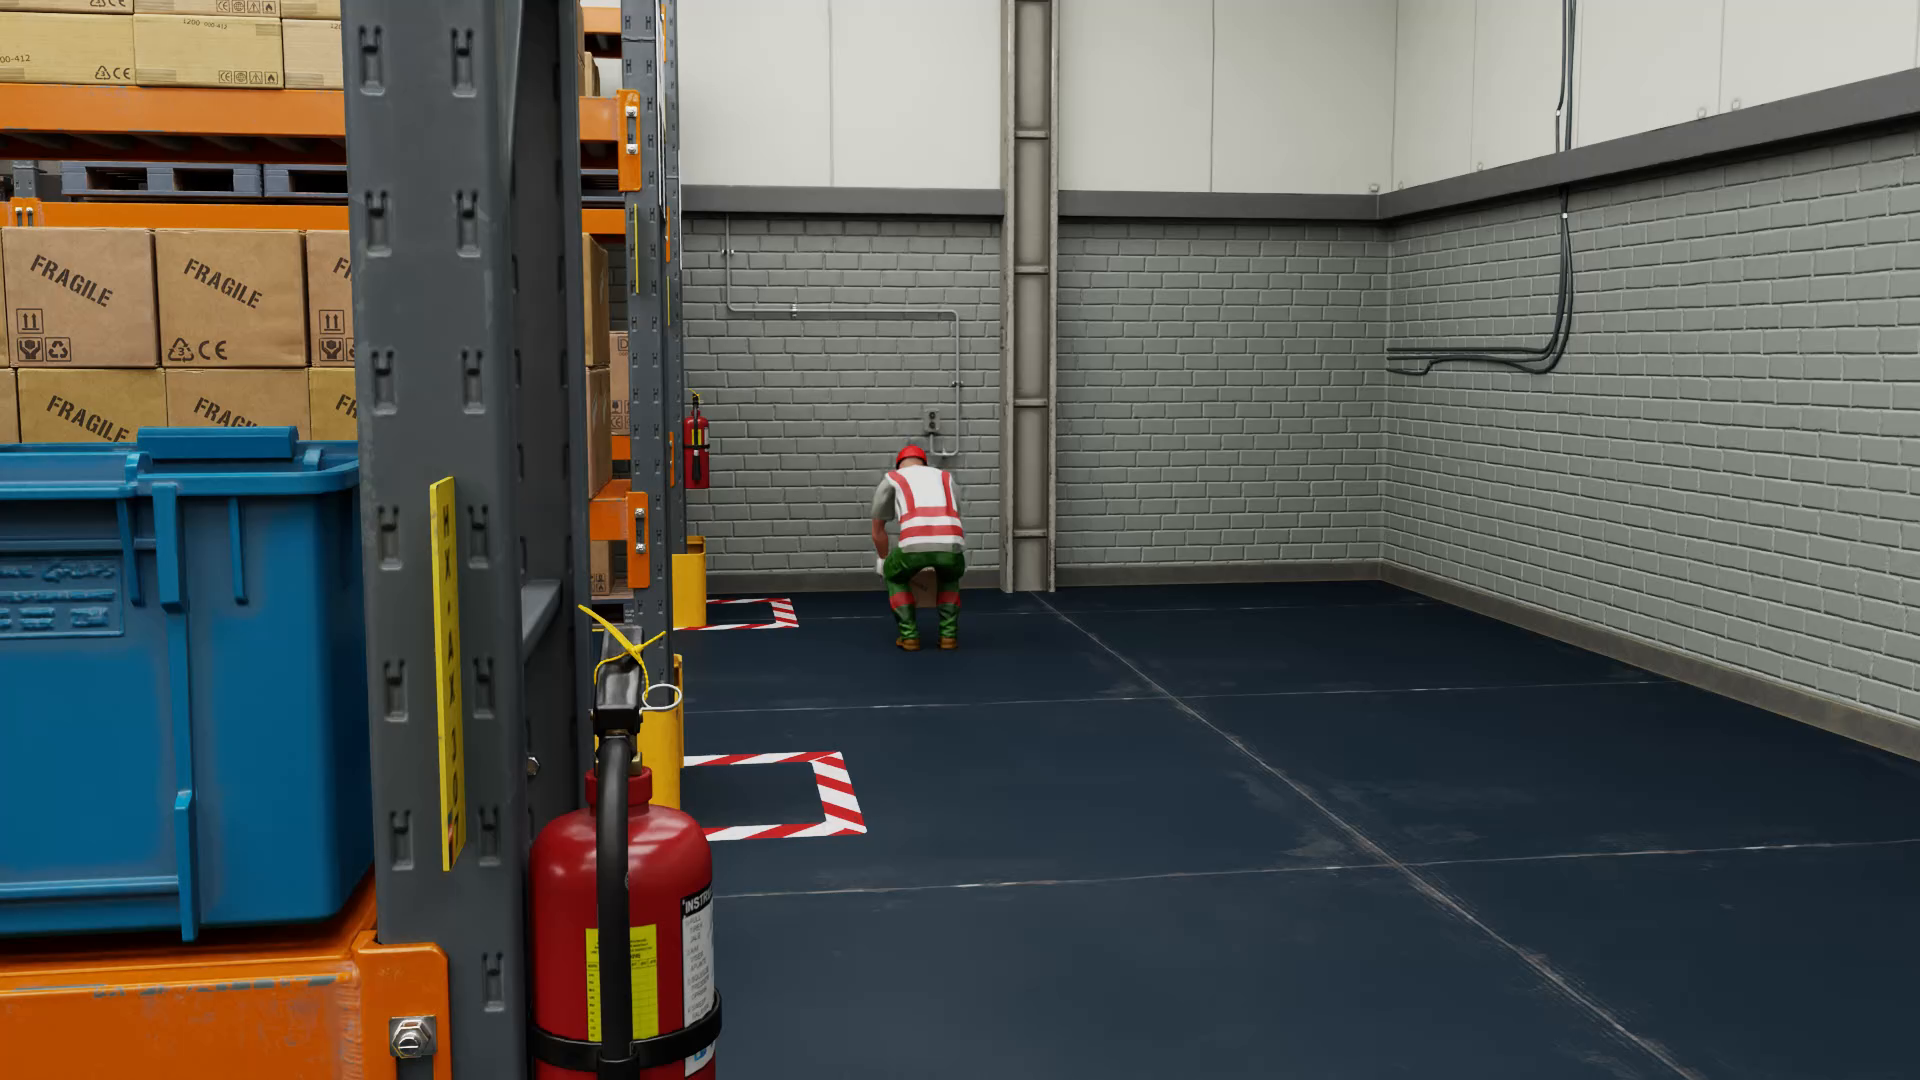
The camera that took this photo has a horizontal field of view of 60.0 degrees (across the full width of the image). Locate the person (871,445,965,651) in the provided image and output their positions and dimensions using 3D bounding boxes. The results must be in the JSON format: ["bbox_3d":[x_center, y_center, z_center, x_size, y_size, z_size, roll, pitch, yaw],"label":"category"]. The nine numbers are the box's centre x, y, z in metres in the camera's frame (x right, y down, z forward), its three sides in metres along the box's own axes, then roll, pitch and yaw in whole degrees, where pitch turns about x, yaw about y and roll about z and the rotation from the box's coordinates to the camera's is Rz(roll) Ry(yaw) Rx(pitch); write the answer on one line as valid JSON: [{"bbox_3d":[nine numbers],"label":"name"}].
[{"bbox_3d":[-0.261,0.044,10.561,0.585,1.267,0.825,-1,6,-9],"label":"person"}]
